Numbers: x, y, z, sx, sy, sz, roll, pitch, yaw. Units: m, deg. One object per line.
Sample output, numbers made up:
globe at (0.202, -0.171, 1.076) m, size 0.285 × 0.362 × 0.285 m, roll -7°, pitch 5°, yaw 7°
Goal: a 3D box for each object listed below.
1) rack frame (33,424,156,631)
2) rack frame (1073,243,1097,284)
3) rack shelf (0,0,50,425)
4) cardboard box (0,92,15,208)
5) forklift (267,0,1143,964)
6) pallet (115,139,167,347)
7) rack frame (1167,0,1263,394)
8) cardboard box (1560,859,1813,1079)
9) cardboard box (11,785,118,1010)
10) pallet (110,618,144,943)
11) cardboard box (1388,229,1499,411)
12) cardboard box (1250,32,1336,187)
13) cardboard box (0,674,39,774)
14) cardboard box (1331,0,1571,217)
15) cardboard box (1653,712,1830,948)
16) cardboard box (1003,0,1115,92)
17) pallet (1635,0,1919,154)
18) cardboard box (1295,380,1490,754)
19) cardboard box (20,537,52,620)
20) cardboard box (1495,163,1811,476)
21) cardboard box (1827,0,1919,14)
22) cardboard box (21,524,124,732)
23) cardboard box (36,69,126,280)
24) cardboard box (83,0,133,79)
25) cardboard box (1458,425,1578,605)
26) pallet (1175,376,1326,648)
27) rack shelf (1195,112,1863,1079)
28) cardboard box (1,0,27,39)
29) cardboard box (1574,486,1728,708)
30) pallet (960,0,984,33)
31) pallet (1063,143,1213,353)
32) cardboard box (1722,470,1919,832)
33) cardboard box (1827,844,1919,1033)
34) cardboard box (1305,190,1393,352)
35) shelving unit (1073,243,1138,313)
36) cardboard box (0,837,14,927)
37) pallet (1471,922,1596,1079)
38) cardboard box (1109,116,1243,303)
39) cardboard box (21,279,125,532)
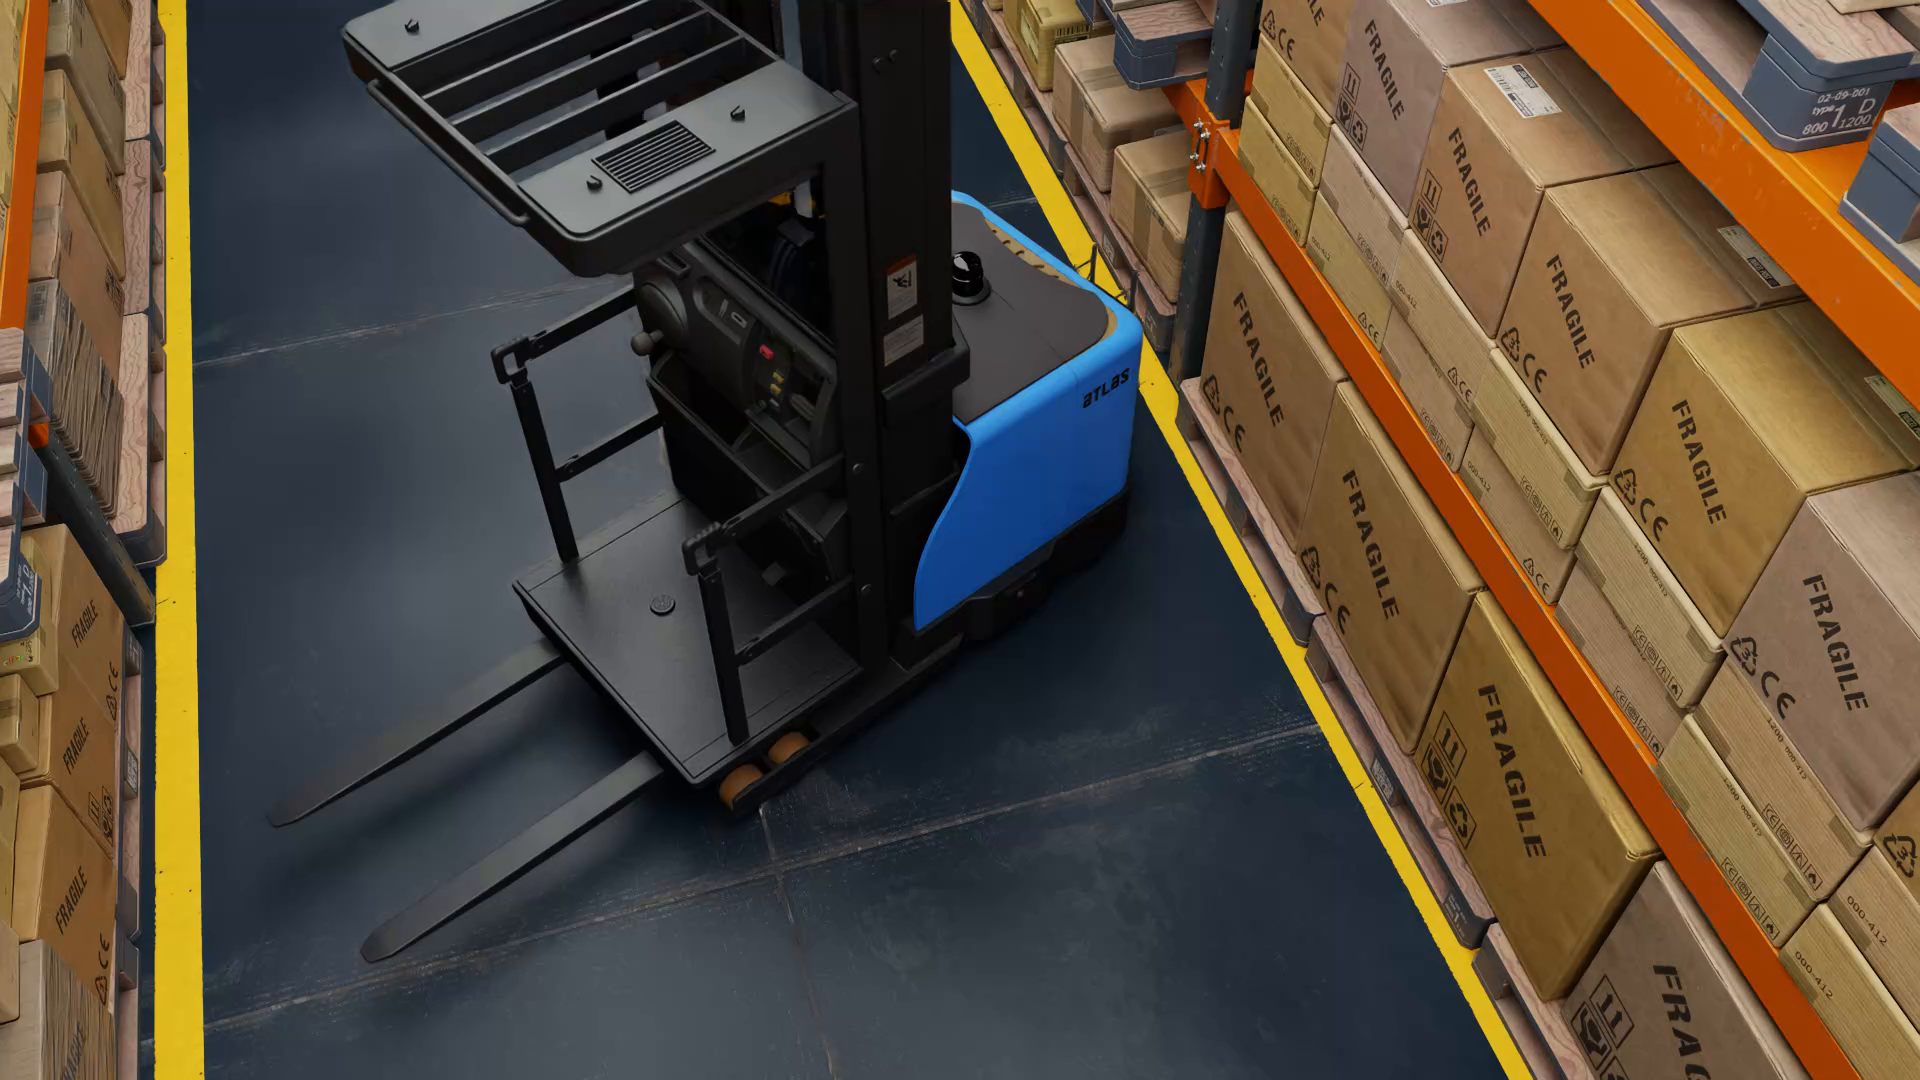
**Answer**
rack frame at (-3.394, -0.594, 4.789) m, size 1.000 × 3.000 × 0.127 m, roll -13°, pitch 51°, yaw -11°
rack frame at (0.400, -0.713, 6.262) m, size 0.240 × 0.900 × 0.006 m, roll -34°, pitch 58°, yaw -25°
rack shelf at (-3.986, -1.822, 6.295) m, size 1.077 × 0.370 × 4.000 m, roll -13°, pitch 51°, yaw -11°
cardboard box at (-3.436, -1.293, 5.476) m, size 0.500 × 0.250 × 0.500 m, roll -14°, pitch 51°, yaw -12°
forklift at (-0.822, -0.504, 4.757) m, size 3.031 × 2.935 × 1.130 m, roll -34°, pitch 58°, yaw -25°
pallet at (-3.958, -1.194, 7.119) m, size 1.003 × 0.211 × 1.213 m, roll -13°, pitch 51°, yaw -11°
rack frame at (1.346, -1.719, 5.737) m, size 1.000 × 3.000 × 0.127 m, roll -13°, pitch 51°, yaw -11°
cardboard box at (2.269, 1.318, 4.292) m, size 0.875 × 0.875 × 0.875 m, roll -12°, pitch 51°, yaw -10°
cardboard box at (-2.769, 1.086, 4.732) m, size 0.500 × 0.500 × 0.500 m, roll -11°, pitch 51°, yaw -9°
pallet at (-3.210, 0.859, 5.388) m, size 1.003 × 0.211 × 1.213 m, roll -13°, pitch 51°, yaw -11°
cardboard box at (1.547, -0.661, 4.616) m, size 0.500 × 0.250 × 0.500 m, roll -13°, pitch 51°, yaw -11°
cardboard box at (1.260, -1.406, 5.244) m, size 0.500 × 0.250 × 0.500 m, roll -14°, pitch 51°, yaw -11°
cardboard box at (-2.860, 0.566, 4.747) m, size 0.380 × 0.149 × 0.250 m, roll -15°, pitch 51°, yaw -12°
cardboard box at (1.414, -1.298, 4.663) m, size 0.500 × 0.500 × 0.500 m, roll -13°, pitch 51°, yaw -11°
cardboard box at (2.006, 0.608, 3.873) m, size 0.500 × 0.250 × 0.500 m, roll -14°, pitch 51°, yaw -11°
cardboard box at (0.744, -2.514, 7.852) m, size 0.950 × 0.372 × 0.625 m, roll -12°, pitch 51°, yaw -10°
pallet at (1.921, -1.350, 3.588) m, size 1.003 × 0.211 × 1.213 m, roll -11°, pitch 51°, yaw -9°
cardboard box at (1.731, 0.006, 5.398) m, size 0.875 × 0.875 × 0.875 m, roll -13°, pitch 51°, yaw -11°
cardboard box at (-3.006, 0.171, 5.080) m, size 0.380 × 0.149 × 0.250 m, roll -16°, pitch 52°, yaw -13°
cardboard box at (1.699, -0.547, 4.030) m, size 0.500 × 0.500 × 0.500 m, roll -13°, pitch 51°, yaw -10°
cardboard box at (1.827, -1.171, 3.192) m, size 0.380 × 0.166 × 0.250 m, roll -9°, pitch 51°, yaw -8°
cardboard box at (-3.064, 0.337, 5.364) m, size 0.500 × 0.500 × 0.500 m, roll -12°, pitch 51°, yaw -10°
cardboard box at (-3.966, -1.389, 6.738) m, size 0.875 × 0.625 × 0.625 m, roll -15°, pitch 52°, yaw -12°
cardboard box at (-4.412, -2.507, 7.680) m, size 0.875 × 0.625 × 0.625 m, roll -11°, pitch 51°, yaw -9°
cardboard box at (1.718, -0.141, 4.505) m, size 0.500 × 0.250 × 0.500 m, roll -13°, pitch 51°, yaw -11°
pallet at (1.507, -0.227, 6.303) m, size 1.003 × 0.211 × 1.213 m, roll -13°, pitch 51°, yaw -11°
rack shelf at (1.938, -0.026, 4.781) m, size 1.077 × 0.370 × 4.000 m, roll -13°, pitch 51°, yaw -11°
cardboard box at (-3.747, -2.047, 6.112) m, size 0.500 × 0.250 × 0.500 m, roll -12°, pitch 51°, yaw -10°
cardboard box at (1.853, 0.083, 3.990) m, size 0.500 × 0.250 × 0.500 m, roll -12°, pitch 51°, yaw -10°
pallet at (0.395, -3.173, 8.787) m, size 1.003 × 0.211 × 1.213 m, roll -13°, pitch 51°, yaw -11°
pallet at (1.117, -1.391, 7.285) m, size 1.003 × 0.211 × 1.213 m, roll -13°, pitch 51°, yaw -11°
cardboard box at (1.997, 0.203, 3.398) m, size 0.500 × 0.500 × 0.500 m, roll -12°, pitch 51°, yaw -10°
cardboard box at (2.166, 0.823, 3.365) m, size 0.500 × 0.250 × 0.500 m, roll -13°, pitch 51°, yaw -11°
cardboard box at (1.419, -0.885, 5.132) m, size 0.500 × 0.250 × 0.500 m, roll -15°, pitch 51°, yaw -12°
shelving unit at (0.467, -0.654, 6.212) m, size 0.258 × 0.900 × 0.210 m, roll -34°, pitch 58°, yaw -25°
cardboard box at (-2.751, 0.951, 4.423) m, size 0.380 × 0.149 × 0.250 m, roll -14°, pitch 51°, yaw -12°
pallet at (2.229, 1.555, 4.801) m, size 1.003 × 0.211 × 1.213 m, roll -13°, pitch 51°, yaw -11°
cardboard box at (1.189, -1.422, 6.931) m, size 0.950 × 0.372 × 0.625 m, roll -16°, pitch 52°, yaw -13°
cardboard box at (-3.566, -0.422, 5.923) m, size 0.875 × 0.625 × 0.625 m, roll -12°, pitch 51°, yaw -10°
